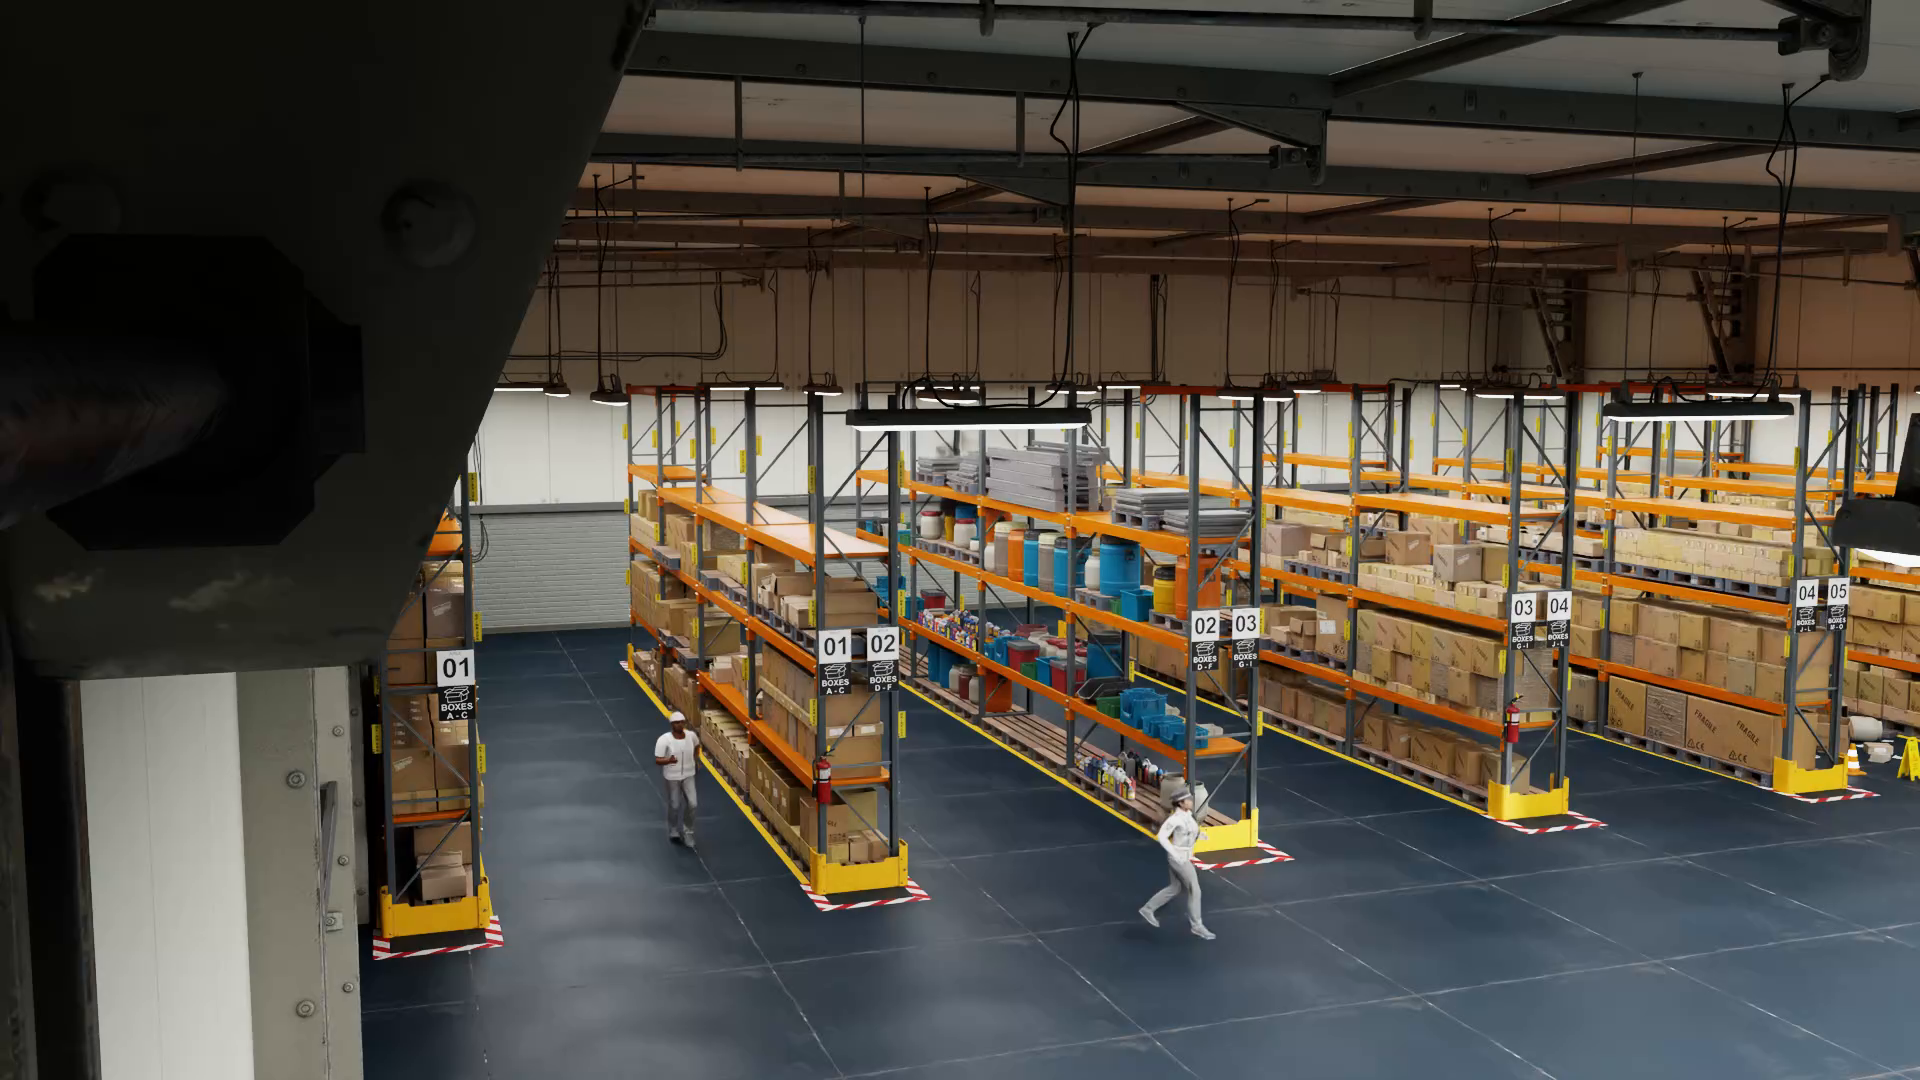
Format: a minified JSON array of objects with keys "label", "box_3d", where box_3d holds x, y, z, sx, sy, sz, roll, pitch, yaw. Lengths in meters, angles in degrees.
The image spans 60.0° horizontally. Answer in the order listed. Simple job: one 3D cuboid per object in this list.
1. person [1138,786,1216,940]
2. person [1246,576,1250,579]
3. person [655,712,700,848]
[{"label":"person","box_3d":[2.434,3.575,18.568,0.869,1.717,0.598,1,6,13]},{"label":"person","box_3d":[6.510,1.634,37.668,0.609,1.651,0.914,-2,6,-17]},{"label":"person","box_3d":[-3.716,3.179,22.093,0.673,1.812,0.706,-3,6,-23]}]
